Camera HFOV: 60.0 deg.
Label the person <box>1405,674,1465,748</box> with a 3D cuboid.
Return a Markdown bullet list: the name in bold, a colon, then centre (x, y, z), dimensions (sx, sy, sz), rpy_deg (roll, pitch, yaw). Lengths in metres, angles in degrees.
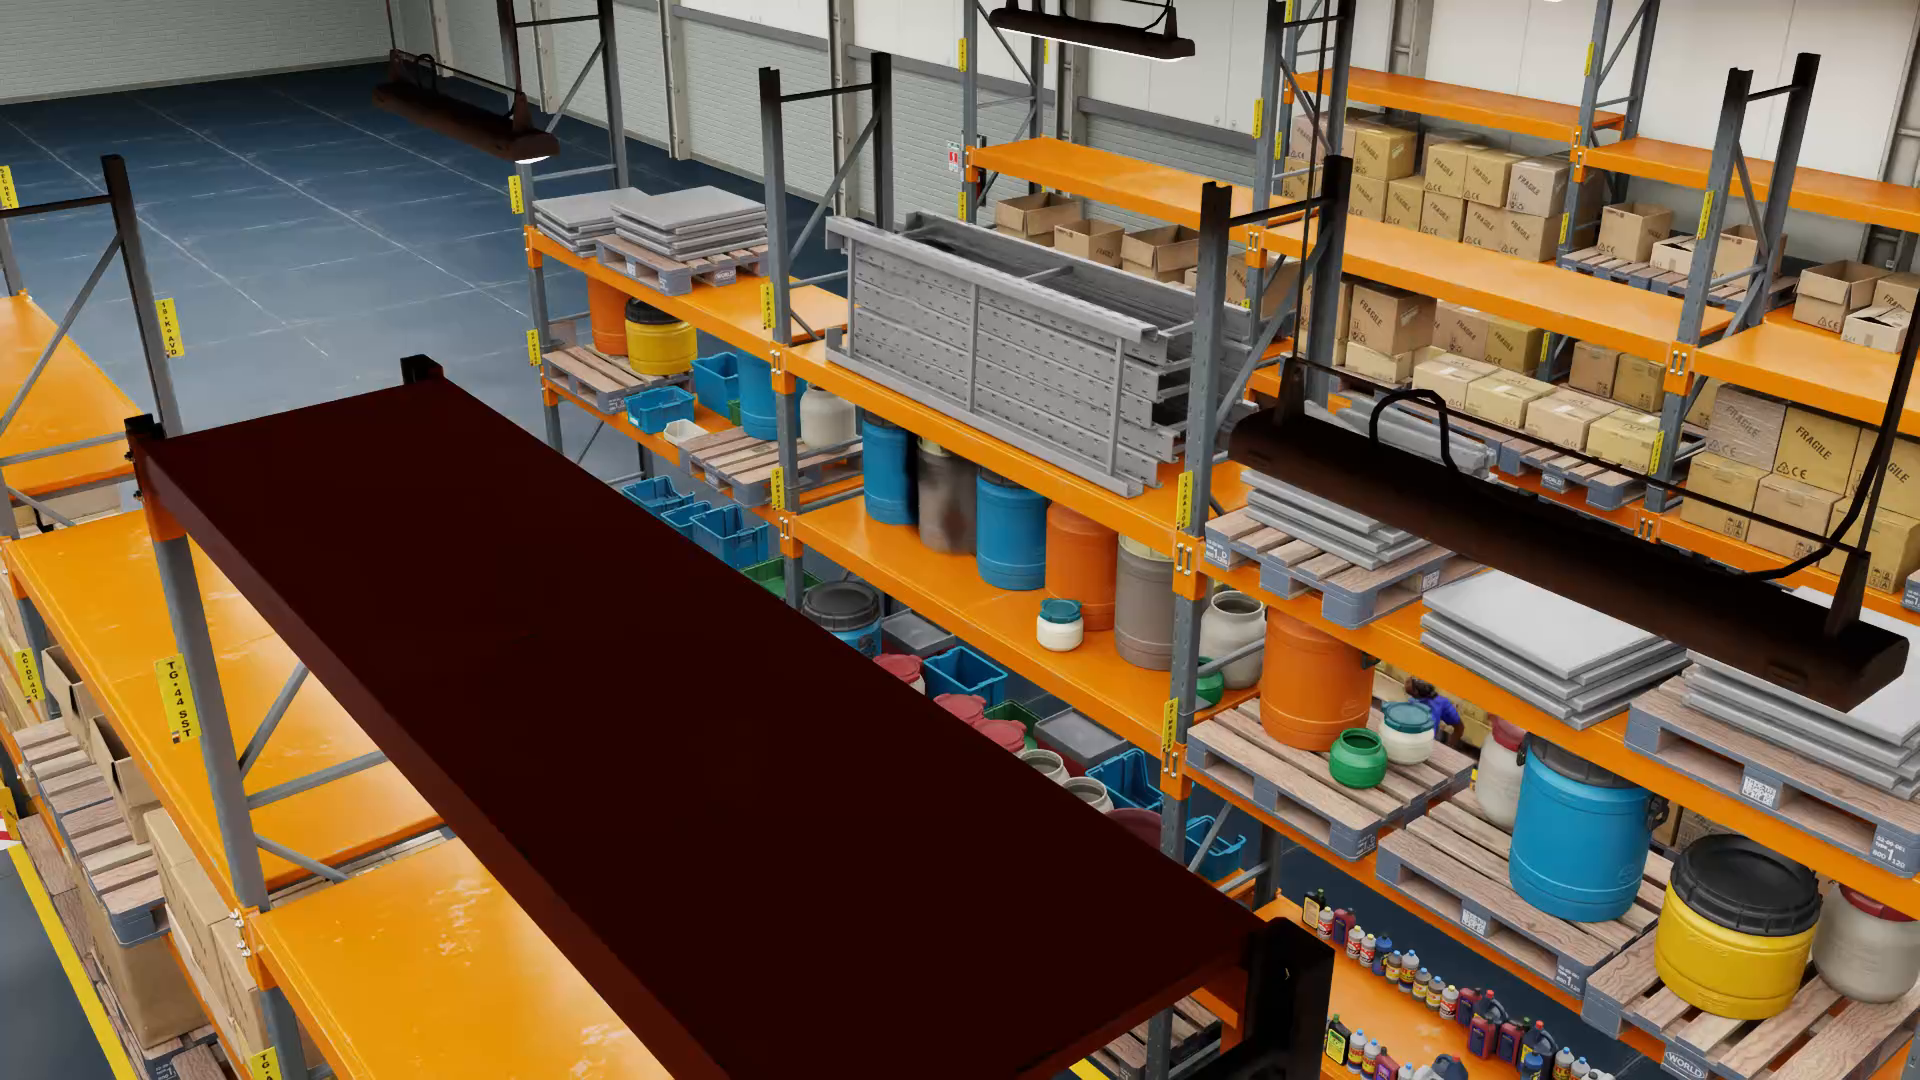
- **person**: centre (3.362, 1.726, 12.256), dimensions (0.785, 1.731, 0.486), rpy_deg (21, 33, 36)
